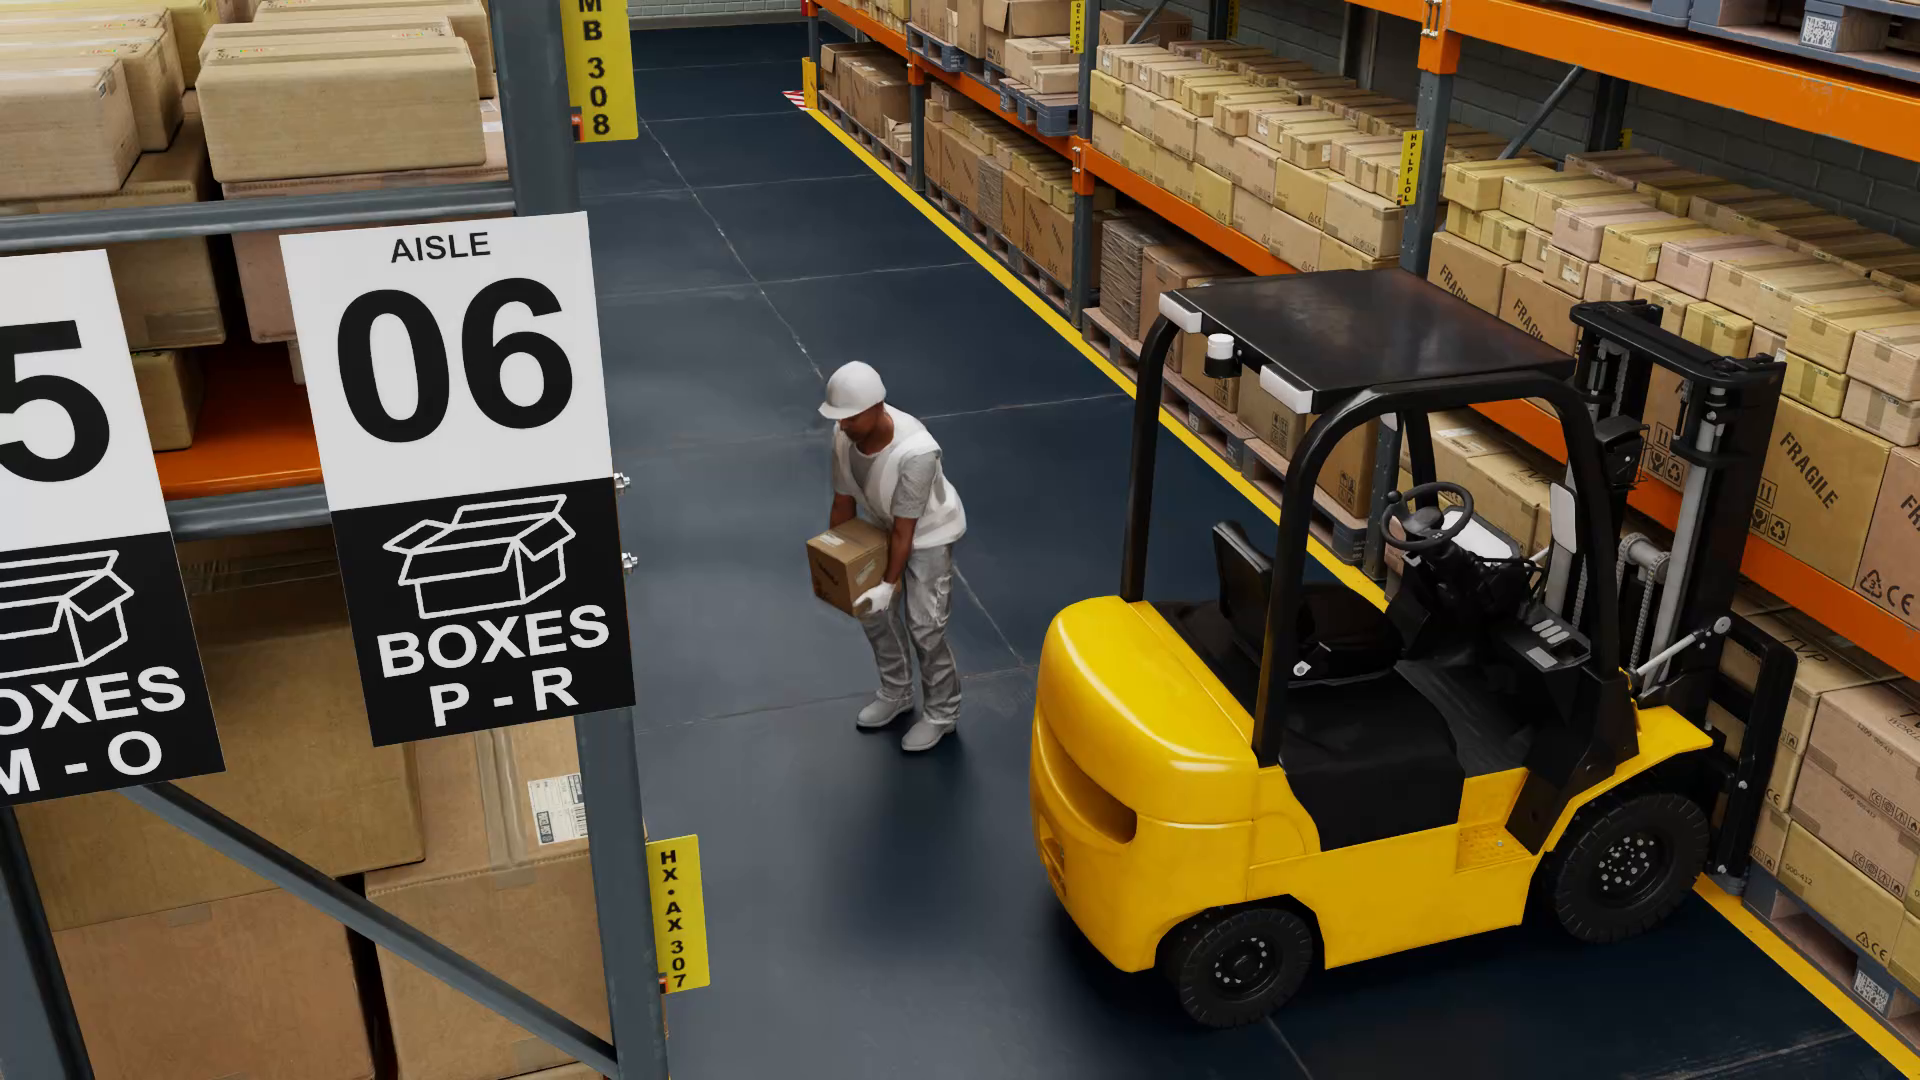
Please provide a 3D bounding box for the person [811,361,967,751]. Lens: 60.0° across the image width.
[{"bbox_3d":[-0.274,0.056,6.572,0.481,1.697,0.657,22,33,37],"label":"person"}]
